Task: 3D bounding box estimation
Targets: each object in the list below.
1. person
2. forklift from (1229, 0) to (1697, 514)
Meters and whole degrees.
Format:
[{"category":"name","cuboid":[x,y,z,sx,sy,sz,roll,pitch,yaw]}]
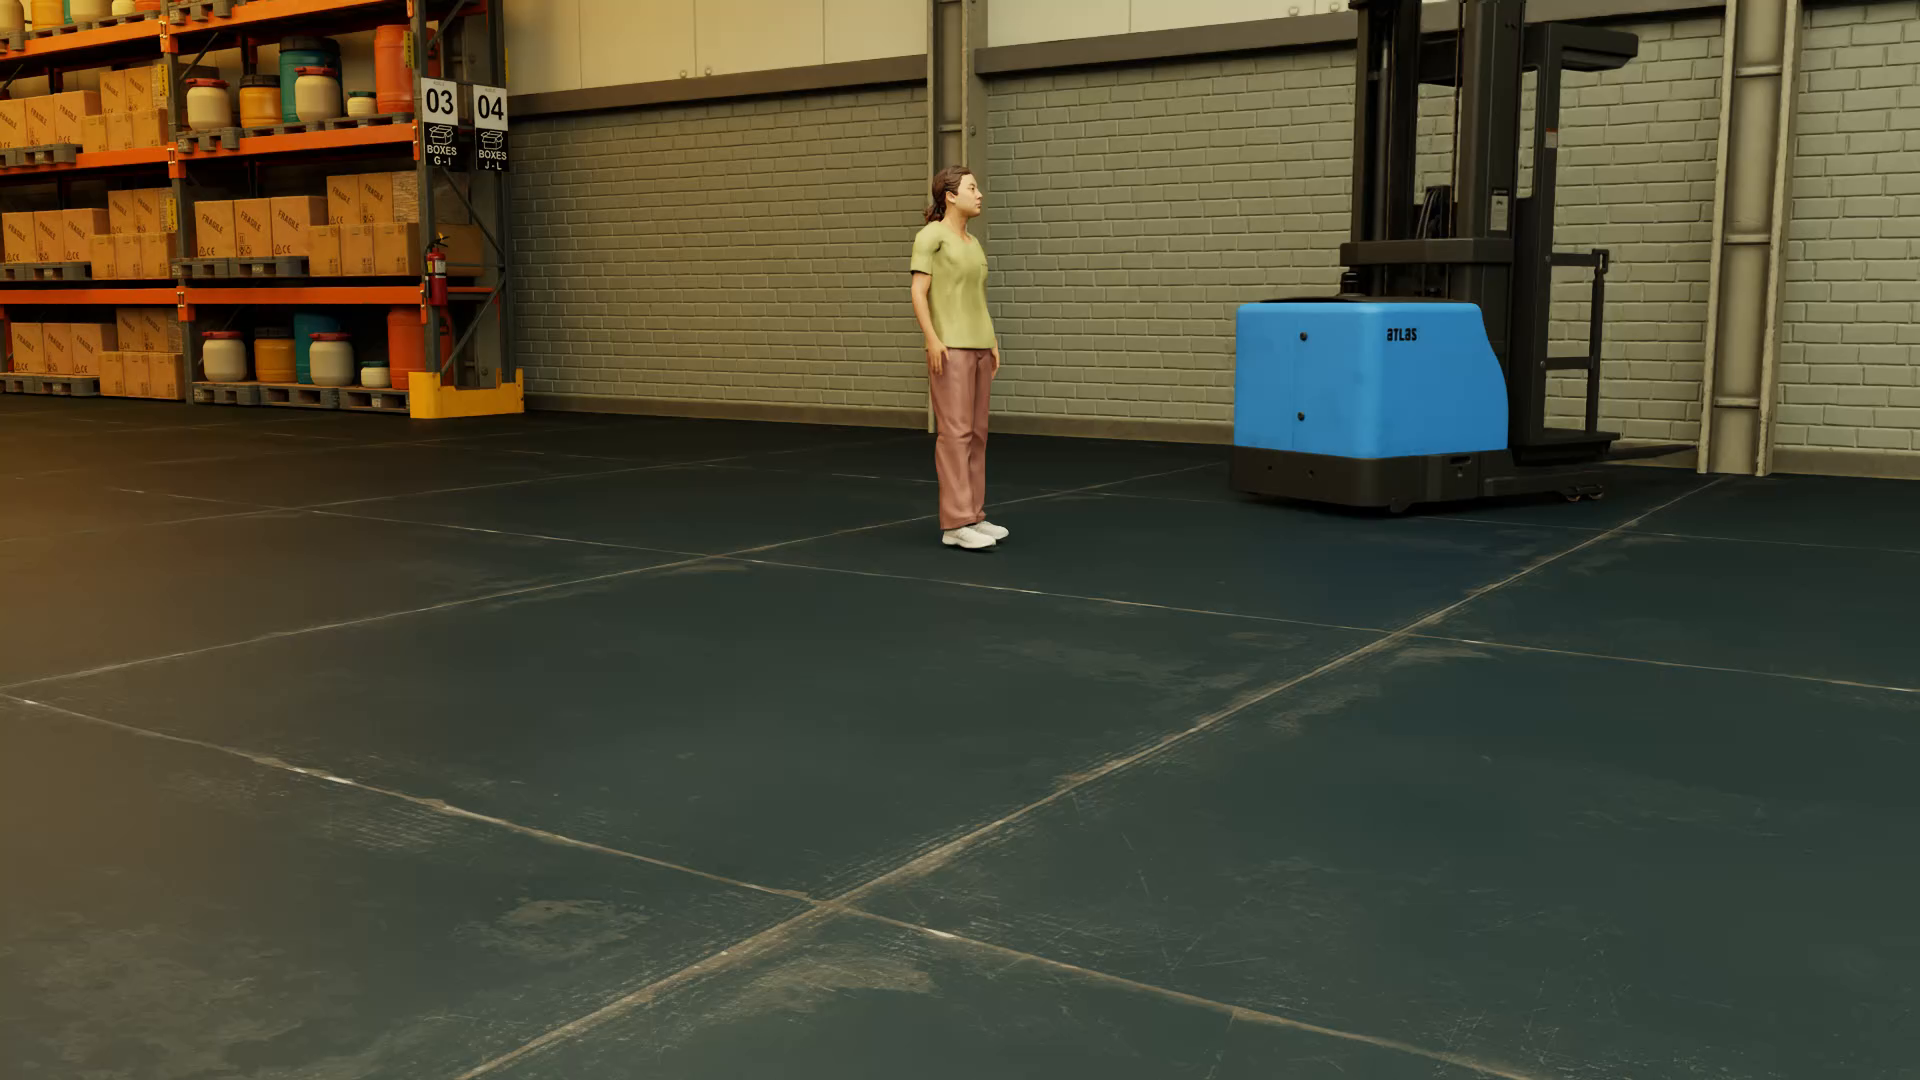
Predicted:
[{"category":"person","cuboid":[0.054,-0.830,7.434,0.549,1.675,0.553,5,10,34]},{"category":"forklift","cuboid":[2.978,-1.716,9.257,3.031,2.935,1.130,-5,10,-33]}]
